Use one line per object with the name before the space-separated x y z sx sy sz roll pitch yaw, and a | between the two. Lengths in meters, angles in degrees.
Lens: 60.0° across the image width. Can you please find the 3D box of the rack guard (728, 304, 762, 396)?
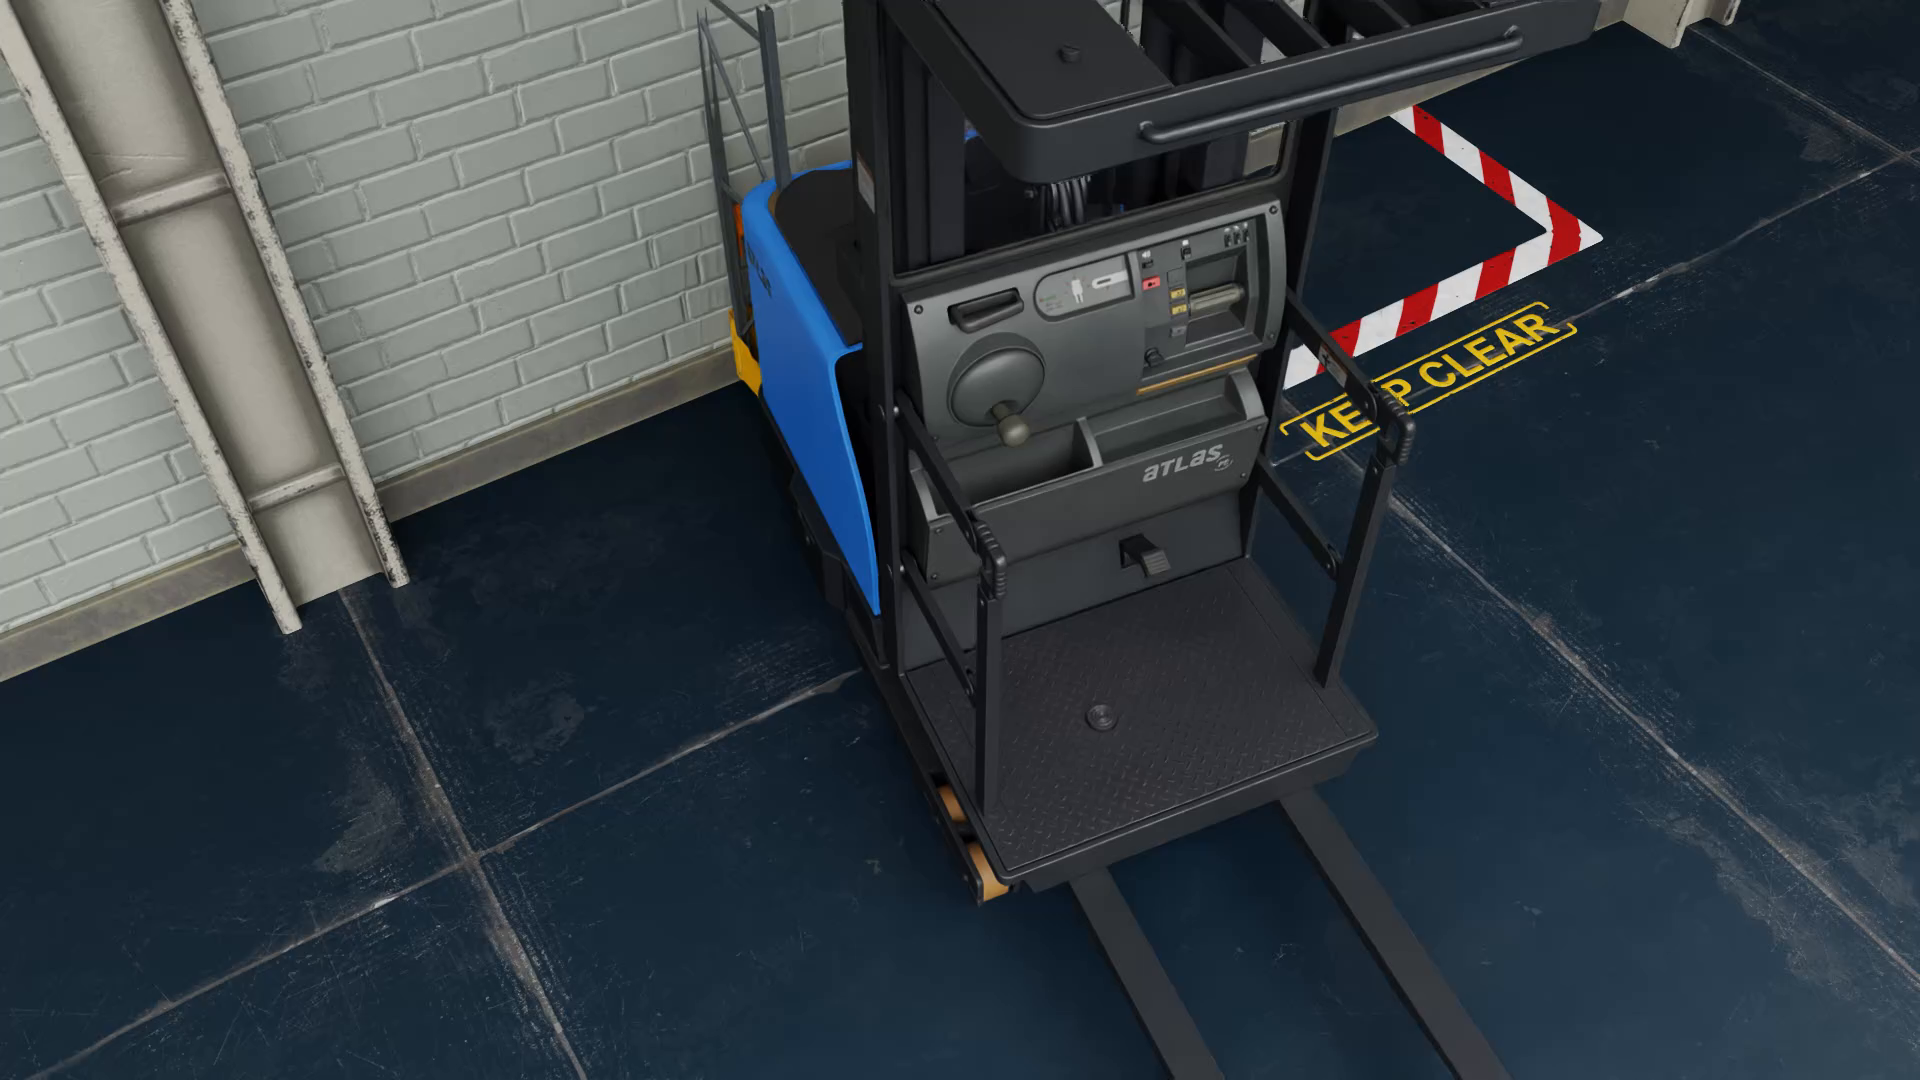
rack guard | -0.582 -0.518 5.429 0.087 0.250 0.587 -24 47 -22

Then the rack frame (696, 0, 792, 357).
rack frame | -0.614 -0.969 4.997 0.032 1.500 0.500 -24 47 -22

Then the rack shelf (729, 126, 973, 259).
rack shelf | -0.179 -1.029 5.311 1.000 0.185 0.538 -24 47 -22

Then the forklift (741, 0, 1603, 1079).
forklift | 0.411 -0.397 3.640 1.130 2.935 3.031 -18 51 -15

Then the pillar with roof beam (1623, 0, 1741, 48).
pillar with roof beam | 5.427 -2.555 1.500 0.400 9.000 9.100 -25 53 -21

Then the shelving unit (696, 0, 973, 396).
shelving unit | -0.176 -1.164 5.192 1.083 1.500 0.587 -24 47 -22
